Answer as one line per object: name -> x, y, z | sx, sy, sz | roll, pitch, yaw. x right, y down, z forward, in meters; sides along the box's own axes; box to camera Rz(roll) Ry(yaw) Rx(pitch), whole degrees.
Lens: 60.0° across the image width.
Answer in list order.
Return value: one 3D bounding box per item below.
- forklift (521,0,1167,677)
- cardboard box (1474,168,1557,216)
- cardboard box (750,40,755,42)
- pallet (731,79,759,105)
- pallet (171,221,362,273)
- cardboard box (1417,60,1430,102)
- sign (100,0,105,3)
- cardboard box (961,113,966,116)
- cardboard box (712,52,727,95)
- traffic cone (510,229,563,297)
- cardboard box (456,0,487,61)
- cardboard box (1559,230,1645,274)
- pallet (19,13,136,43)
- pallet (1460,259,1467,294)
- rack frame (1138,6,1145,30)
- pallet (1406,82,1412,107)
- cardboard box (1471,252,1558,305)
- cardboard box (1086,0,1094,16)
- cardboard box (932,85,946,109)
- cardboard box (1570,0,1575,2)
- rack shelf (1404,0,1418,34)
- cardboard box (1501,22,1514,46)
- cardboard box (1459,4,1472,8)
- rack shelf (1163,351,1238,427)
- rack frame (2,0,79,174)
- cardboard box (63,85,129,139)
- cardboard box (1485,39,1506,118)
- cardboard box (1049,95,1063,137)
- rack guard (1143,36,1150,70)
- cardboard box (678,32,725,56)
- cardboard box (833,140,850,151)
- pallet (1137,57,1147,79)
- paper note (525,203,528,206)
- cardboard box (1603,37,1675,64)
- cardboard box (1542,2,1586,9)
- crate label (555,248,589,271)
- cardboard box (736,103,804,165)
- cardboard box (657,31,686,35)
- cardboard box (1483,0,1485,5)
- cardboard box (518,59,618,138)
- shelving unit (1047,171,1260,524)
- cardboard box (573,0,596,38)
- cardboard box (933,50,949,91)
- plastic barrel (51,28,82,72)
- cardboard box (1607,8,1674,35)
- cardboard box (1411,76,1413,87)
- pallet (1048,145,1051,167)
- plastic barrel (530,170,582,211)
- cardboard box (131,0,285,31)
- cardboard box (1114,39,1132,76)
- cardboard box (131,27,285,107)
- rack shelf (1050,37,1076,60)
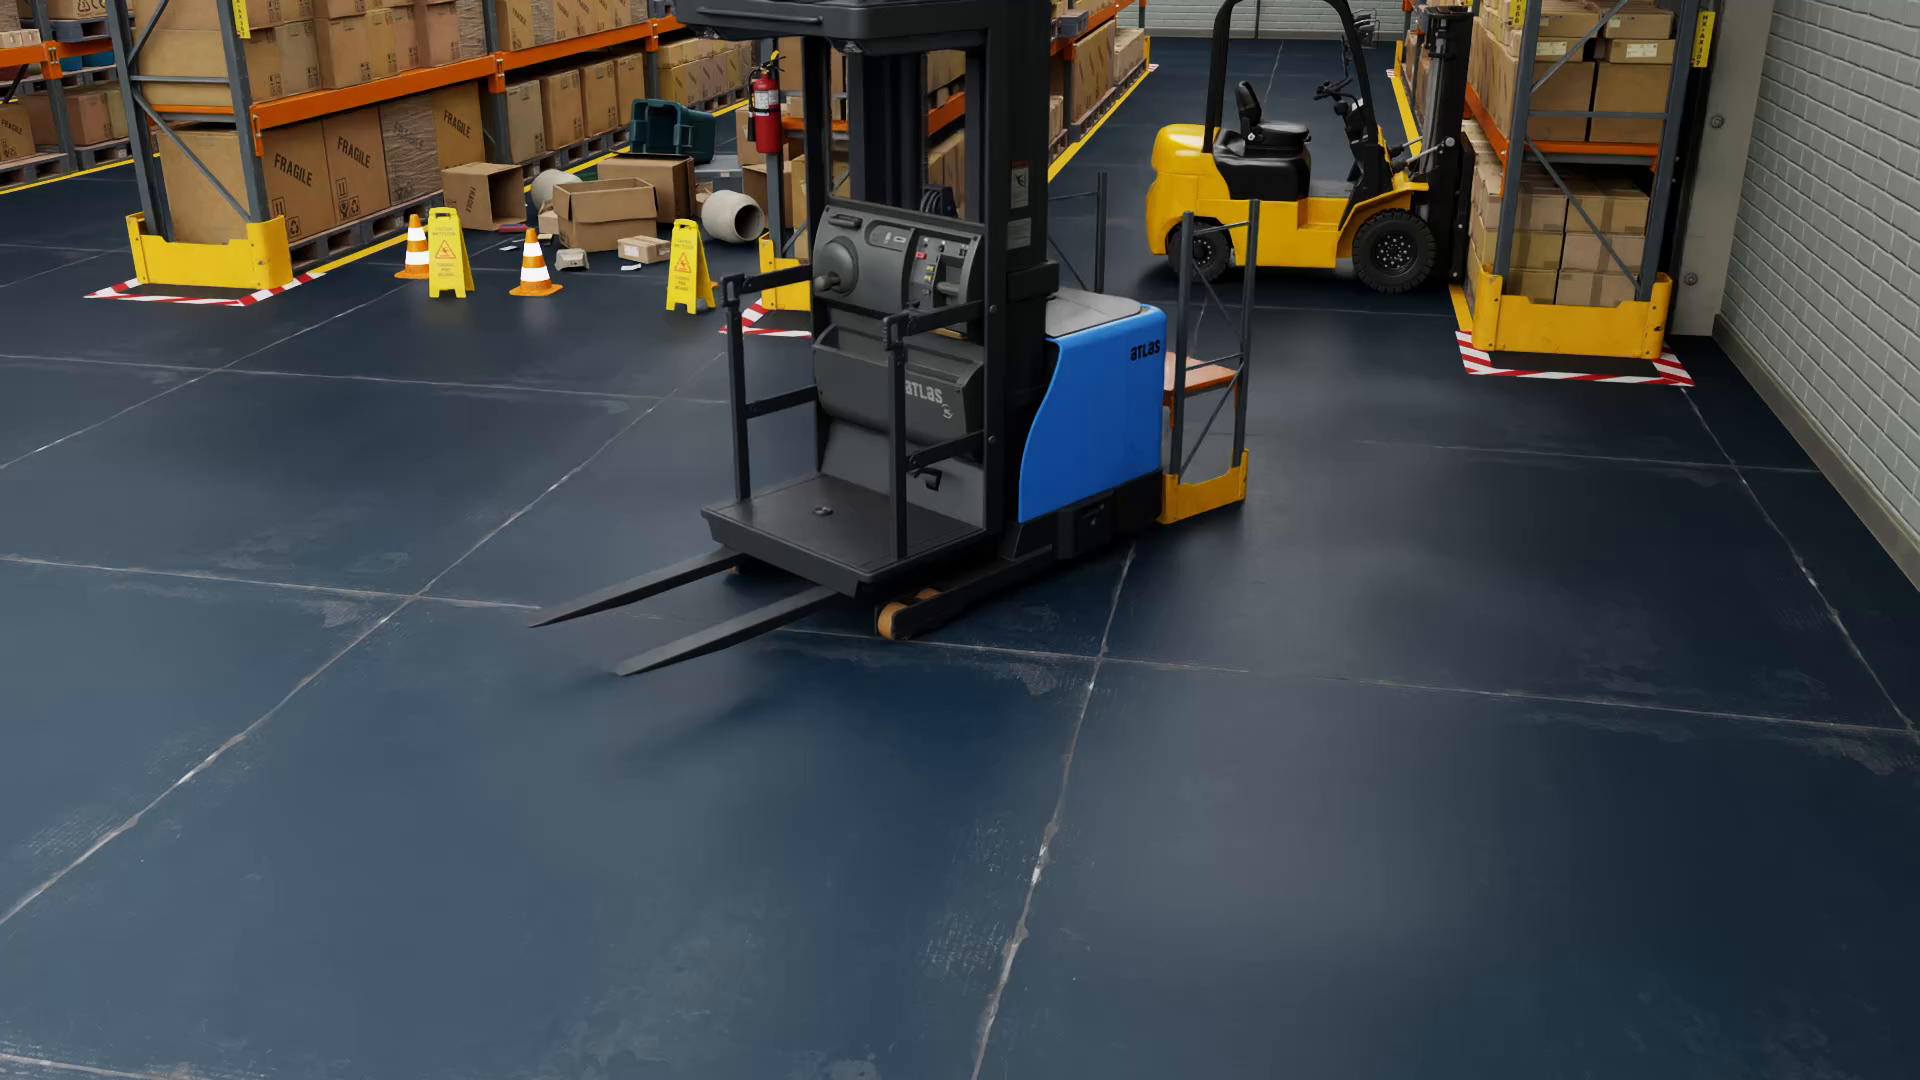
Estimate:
forklift -> -0.418, -1.154, 6.795 | 1.130, 2.935, 3.031 | 20, 29, 40
cardboard box -> 3.892, -2.436, 11.666 | 0.500, 0.250, 0.500 | 5, 22, 12
cardboard box -> -2.885, -7.134, 24.009 | 0.380, 0.149, 0.250 | 6, 23, 14
pallet -> -3.430, -6.201, 22.968 | 1.003, 0.211, 1.213 | 4, 22, 11
pallet -> -5.635, -2.395, 13.519 | 1.003, 0.211, 1.213 | 4, 22, 11
cardboard box -> 6.036, -5.742, 20.879 | 0.500, 0.500, 0.500 | 4, 22, 10
sign -> -6.249, -4.084, 12.112 | 0.100, 0.325, 0.005 | 4, 22, 11
cardboard box -> 0.104, -3.543, 14.751 | 0.500, 0.500, 0.500 | 4, 22, 10
cardboard box -> -3.391, -6.150, 21.892 | 0.500, 0.500, 0.500 | 4, 22, 10
traffic cone -> -3.186, -2.089, 12.422 | 0.336, 0.463, 0.334 | 4, 22, 11
cardboard box -> -4.968, -4.787, 15.524 | 0.875, 0.550, 0.550 | 4, 22, 11
cardboard box -> 4.305, -1.980, 11.205 | 0.500, 0.250, 0.500 | 5, 22, 12
pallet -> -9.442, -5.448, 17.622 | 1.003, 0.211, 1.213 | 4, 22, 11
pallet -> 4.372, -2.107, 12.803 | 1.003, 0.211, 1.213 | 4, 22, 11
rack frame -> 2.410, -8.902, 25.941 | 1.000, 3.000, 0.127 | 4, 22, 11
pallet -> 6.595, -6.019, 22.517 | 1.003, 0.211, 1.213 | 4, 22, 11
cardboard box -> 3.792, -1.788, 11.397 | 0.500, 0.250, 0.500 | 5, 22, 11
cardboard box -> 1.324, -6.447, 20.046 | 0.500, 0.250, 0.500 | 5, 23, 13
cardboard box -> -0.315, -3.316, 12.407 | 0.380, 0.149, 0.250 | 5, 22, 12
cardboard box -> 4.677, -3.925, 12.185 | 0.380, 0.149, 0.250 | 5, 22, 12
rack shelf -> 6.862, -7.459, 23.323 | 1.077, 0.370, 4.000 | 4, 22, 11
cardboard box -> 4.008, -3.545, 11.640 | 0.380, 0.149, 0.250 | 4, 22, 9
cardboard box -> 4.769, -4.686, 15.005 | 0.500, 0.250, 0.500 | 4, 22, 10
rack shelf -> 0.883, -0.824, 8.375 | 0.538, 0.185, 1.000 | -17, 28, -37
rack frame -> -9.740, -5.268, 16.920 | 1.000, 3.000, 0.127 | 4, 22, 11
cardboard box -> -9.478, -4.709, 18.288 | 0.700, 0.500, 0.500 | 4, 22, 11
cardboard box -> 4.068, -3.296, 11.888 | 0.500, 0.500, 0.500 | 4, 22, 10
cardboard box -> 0.653, -4.746, 18.578 | 0.950, 0.372, 0.625 | 3, 22, 7
rack guard -> 2.415, -7.751, 26.430 | 1.175, 0.500, 0.348 | 4, 22, 11
cardboard box -> -3.389, -6.489, 21.731 | 0.500, 0.250, 0.500 | 3, 22, 9
cardboard box -> -0.937, -3.070, 12.709 | 0.380, 0.149, 0.250 | 5, 22, 12
pallet -> 2.324, -7.310, 25.721 | 1.003, 0.211, 1.213 | 4, 22, 11
paper note -> -4.156, -3.161, 15.662 | 0.147, 0.020, 0.142 | -11, 25, -26
cardboard box -> 4.329, -3.125, 10.595 | 0.380, 0.149, 0.250 | 4, 22, 10
cardboard box -> 4.043, -3.581, 11.330 | 0.380, 0.149, 0.250 | 5, 22, 11
crate label -> -3.086, -2.230, 13.208 | 0.250, 0.136, 0.298 | -7, 23, -17
cardboard box -> -1.787, -3.829, 15.679 | 0.500, 0.500, 0.500 | 4, 22, 11
cardboard box -> -3.897, -6.531, 21.835 | 0.500, 0.250, 0.500 | 5, 23, 13
cardboard box -> 4.448, -4.292, 13.493 | 0.380, 0.149, 0.250 | 5, 22, 12
cardboard box -> -4.476, -4.932, 18.533 | 1.050, 0.750, 0.750 | 5, 22, 12
shelving unit -> 0.877, -0.994, 8.314 | 0.587, 1.500, 1.083 | -17, 28, -37
cardboard box -> -4.223, -5.625, 17.670 | 0.500, 0.500, 0.500 | 5, 22, 12
cardboard box -> -0.384, -3.576, 12.186 | 0.500, 0.500, 0.500 | 5, 23, 13
plastic barrel -> -13.228, -7.337, 24.302 | 0.600, 0.901, 0.708 | 4, 22, 11
cardboard box -> 4.399, -3.357, 10.774 | 0.380, 0.149, 0.250 | 5, 23, 13
cardboard box -> 6.280, -6.160, 22.388 | 0.380, 0.149, 0.250 | 4, 22, 9
pallet -> 0.366, -3.952, 17.383 | 1.003, 0.211, 1.213 | 4, 22, 11
plastic barrel -> -3.635, -3.126, 15.050 | 0.421, 0.421, 0.512 | -16, 27, -35
cardboard box -> -5.607, -4.094, 12.357 | 0.875, 0.550, 0.550 | 4, 22, 11
cardboard box -> 2.009, -6.994, 24.072 | 0.875, 0.438, 0.875 | 4, 22, 9
cardboard box -> -5.690, -3.599, 12.574 | 0.875, 0.550, 0.550 | 4, 22, 11
rack shelf -> 0.370, -4.911, 16.995 | 1.077, 0.370, 4.000 | 4, 22, 11
